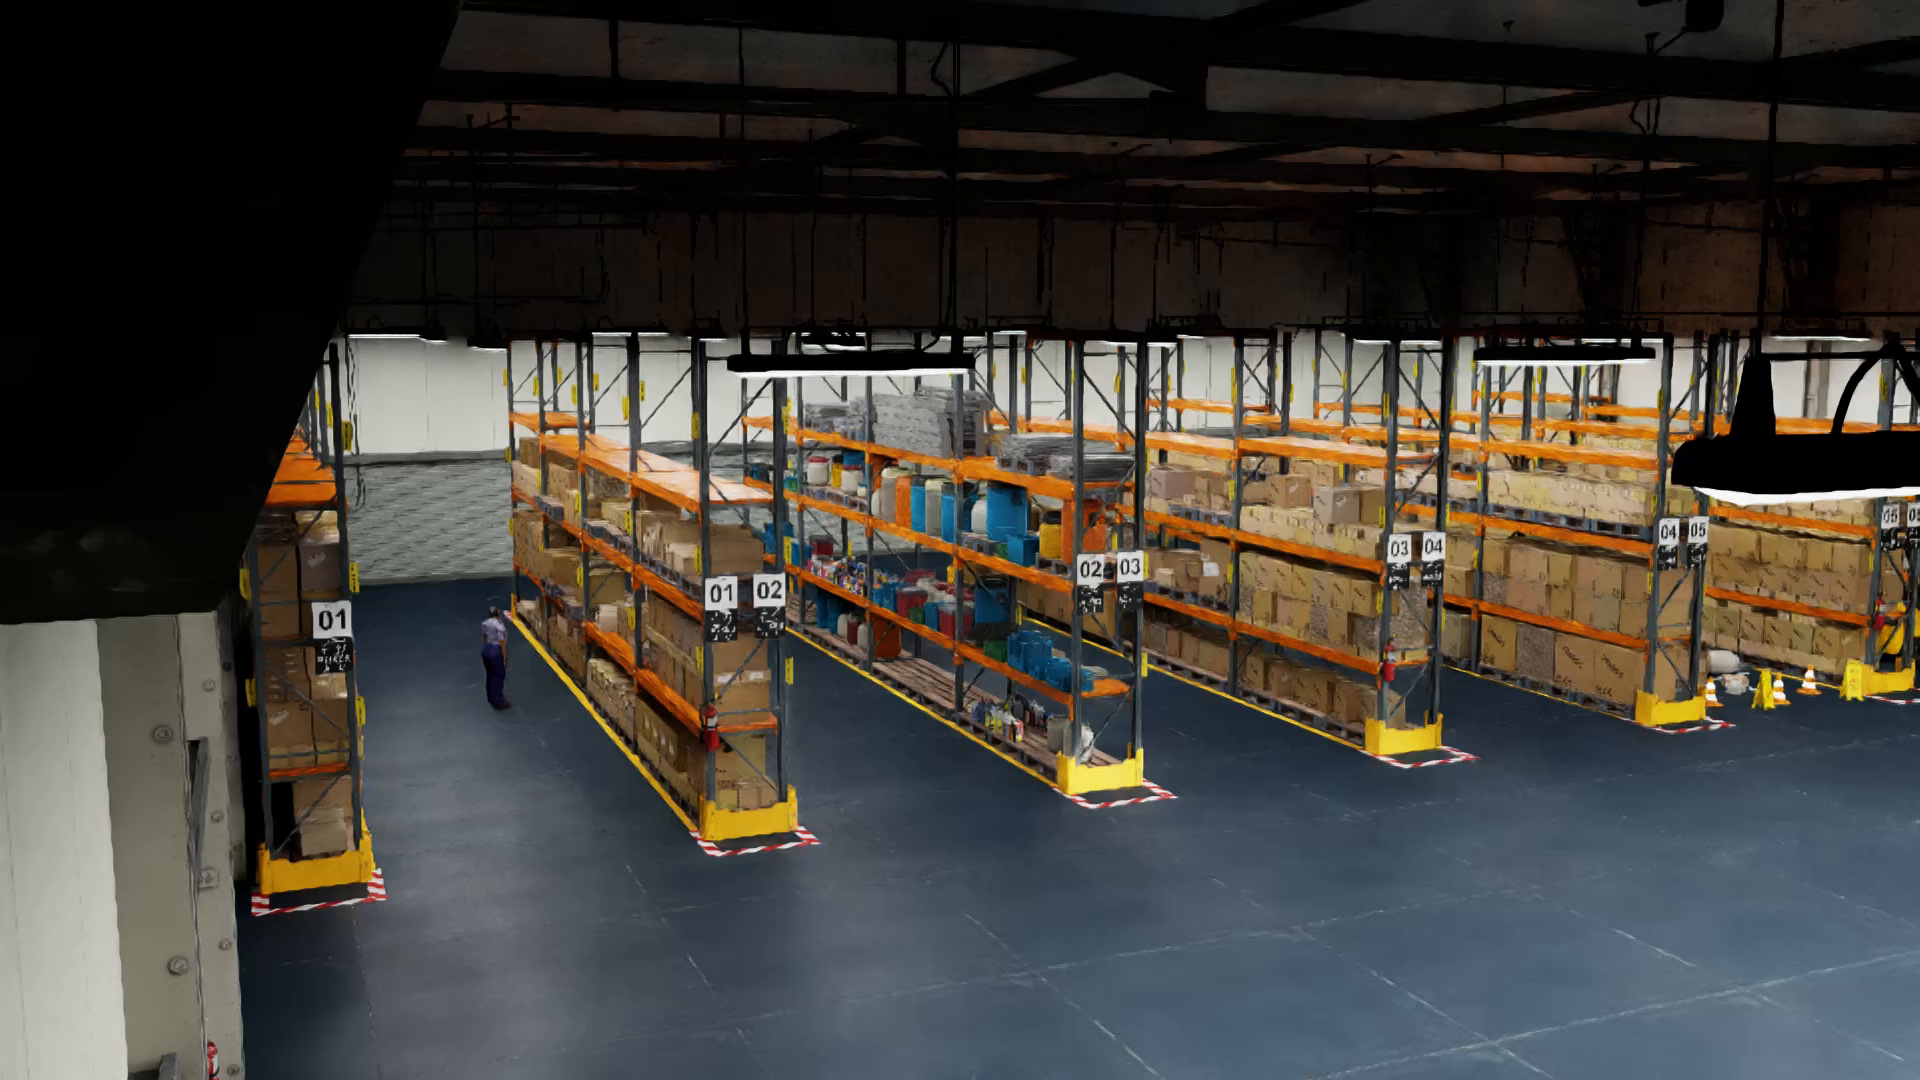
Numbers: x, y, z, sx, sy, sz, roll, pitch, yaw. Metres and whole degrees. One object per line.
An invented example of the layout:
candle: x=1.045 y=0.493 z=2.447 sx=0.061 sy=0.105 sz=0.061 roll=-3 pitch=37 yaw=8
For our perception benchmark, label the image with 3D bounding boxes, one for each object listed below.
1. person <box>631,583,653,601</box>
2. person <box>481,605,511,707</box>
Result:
person: x=-6.065 y=1.125 z=32.107 sx=0.542 sy=1.672 sz=1.126 roll=-3 pitch=8 yaw=-21
person: x=-7.489 y=1.856 z=26.899 sx=0.530 sy=1.653 sz=0.430 roll=6 pitch=10 yaw=37
